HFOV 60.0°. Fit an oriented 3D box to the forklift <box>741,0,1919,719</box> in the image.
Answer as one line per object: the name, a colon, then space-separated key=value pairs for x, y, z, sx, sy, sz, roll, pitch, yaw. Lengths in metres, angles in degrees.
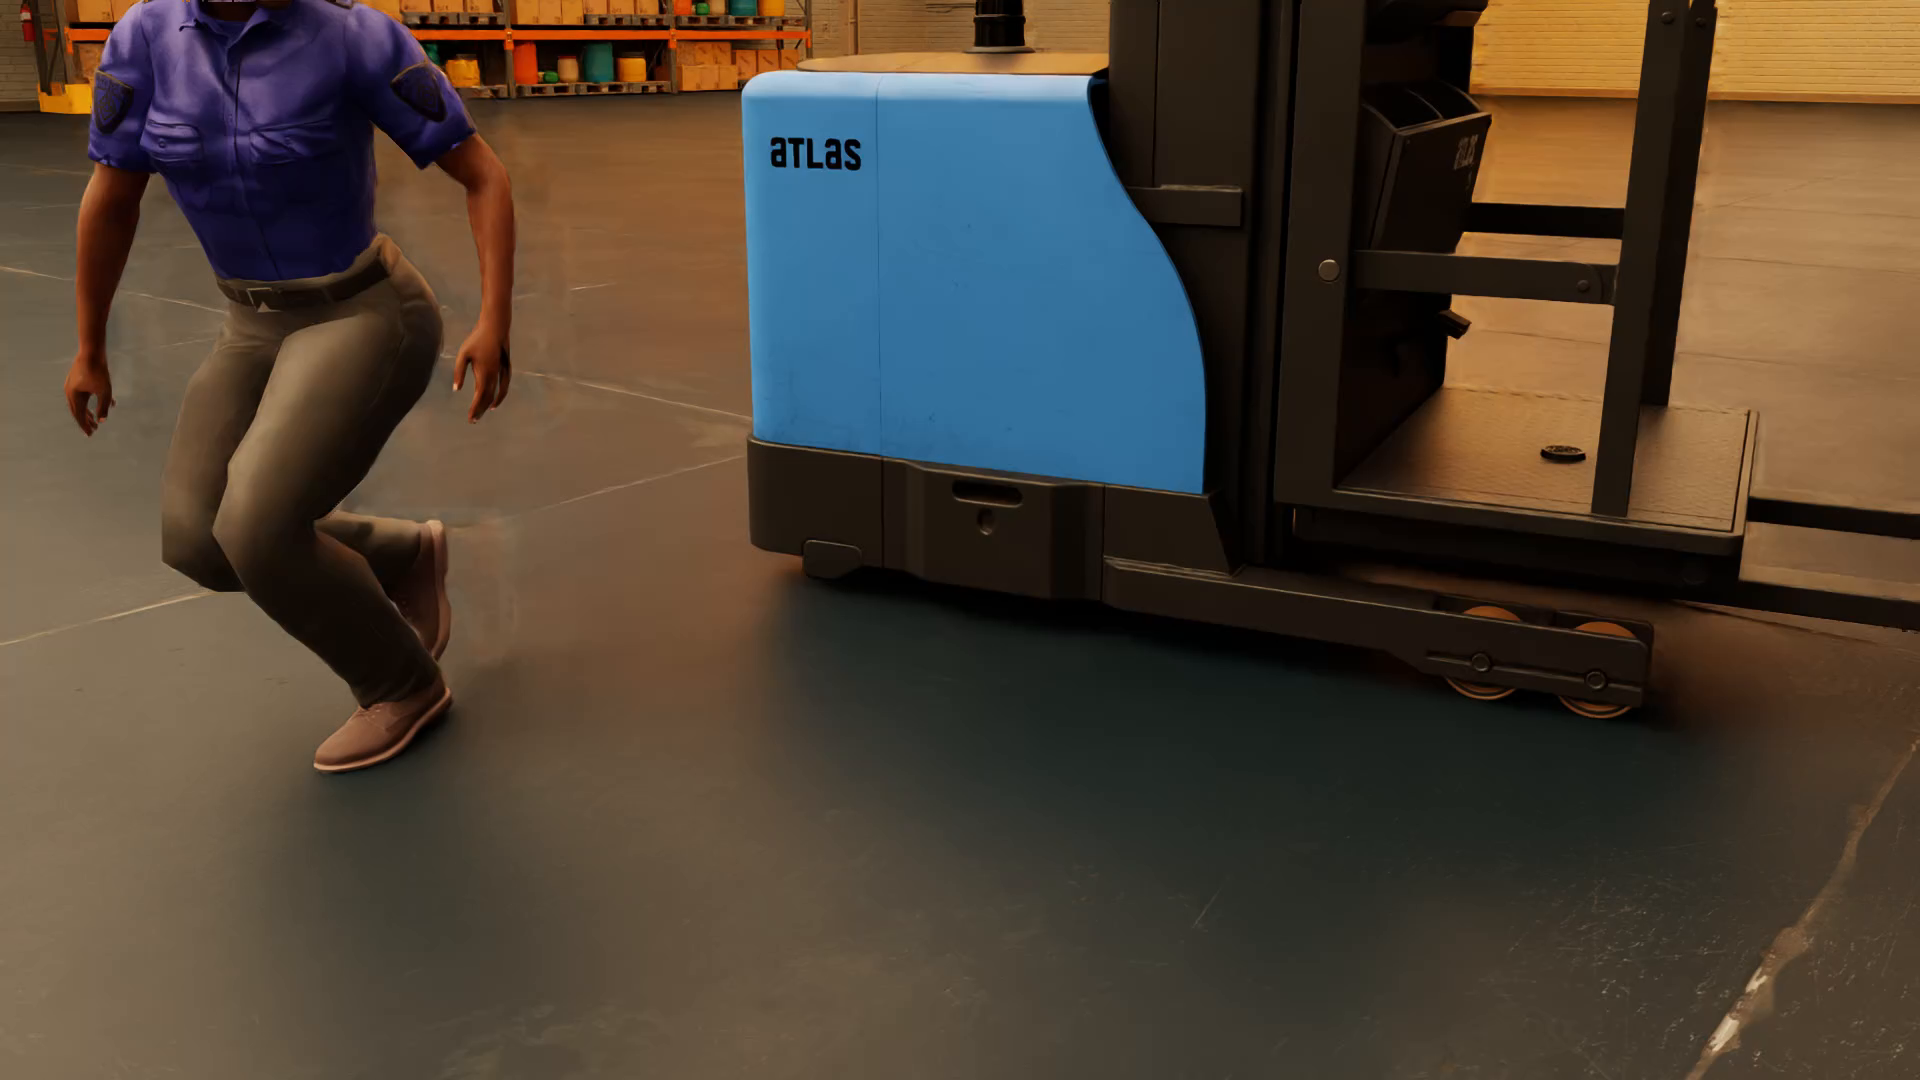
forklift: x=1.090 y=-1.266 z=3.065 sx=3.031 sy=2.935 sz=1.130 roll=8 pitch=19 yaw=25

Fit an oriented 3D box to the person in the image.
person: x=-1.039 y=-0.367 z=2.711 sx=0.746 sy=1.452 sz=0.620 roll=6 pitch=18 yaw=20
